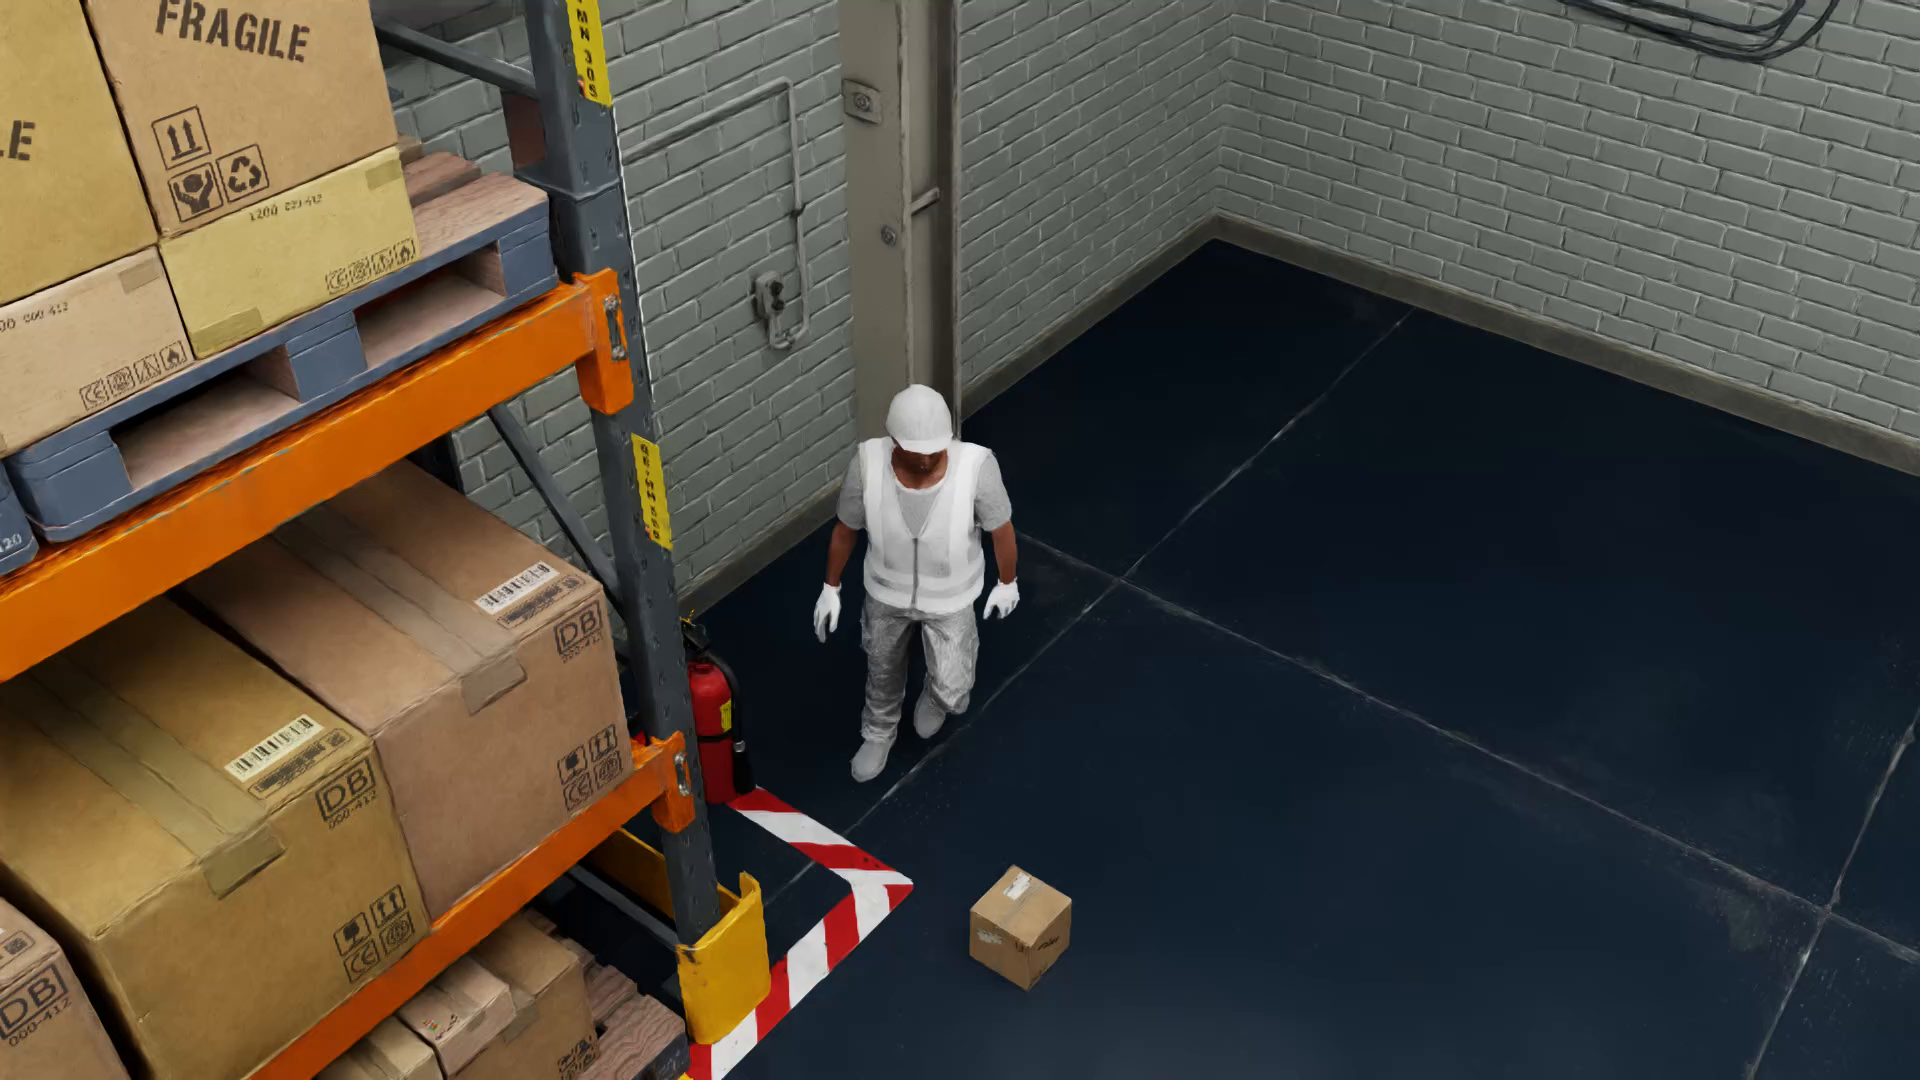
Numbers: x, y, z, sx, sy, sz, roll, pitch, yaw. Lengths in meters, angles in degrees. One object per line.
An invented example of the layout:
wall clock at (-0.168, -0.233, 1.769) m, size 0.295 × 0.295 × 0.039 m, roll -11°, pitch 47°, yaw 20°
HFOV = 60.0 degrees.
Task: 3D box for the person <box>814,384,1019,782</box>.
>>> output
person at (-0.146, 0.151, 5.927) m, size 0.712 × 1.771 × 0.511 m, roll 5°, pitch 39°, yaw 7°
